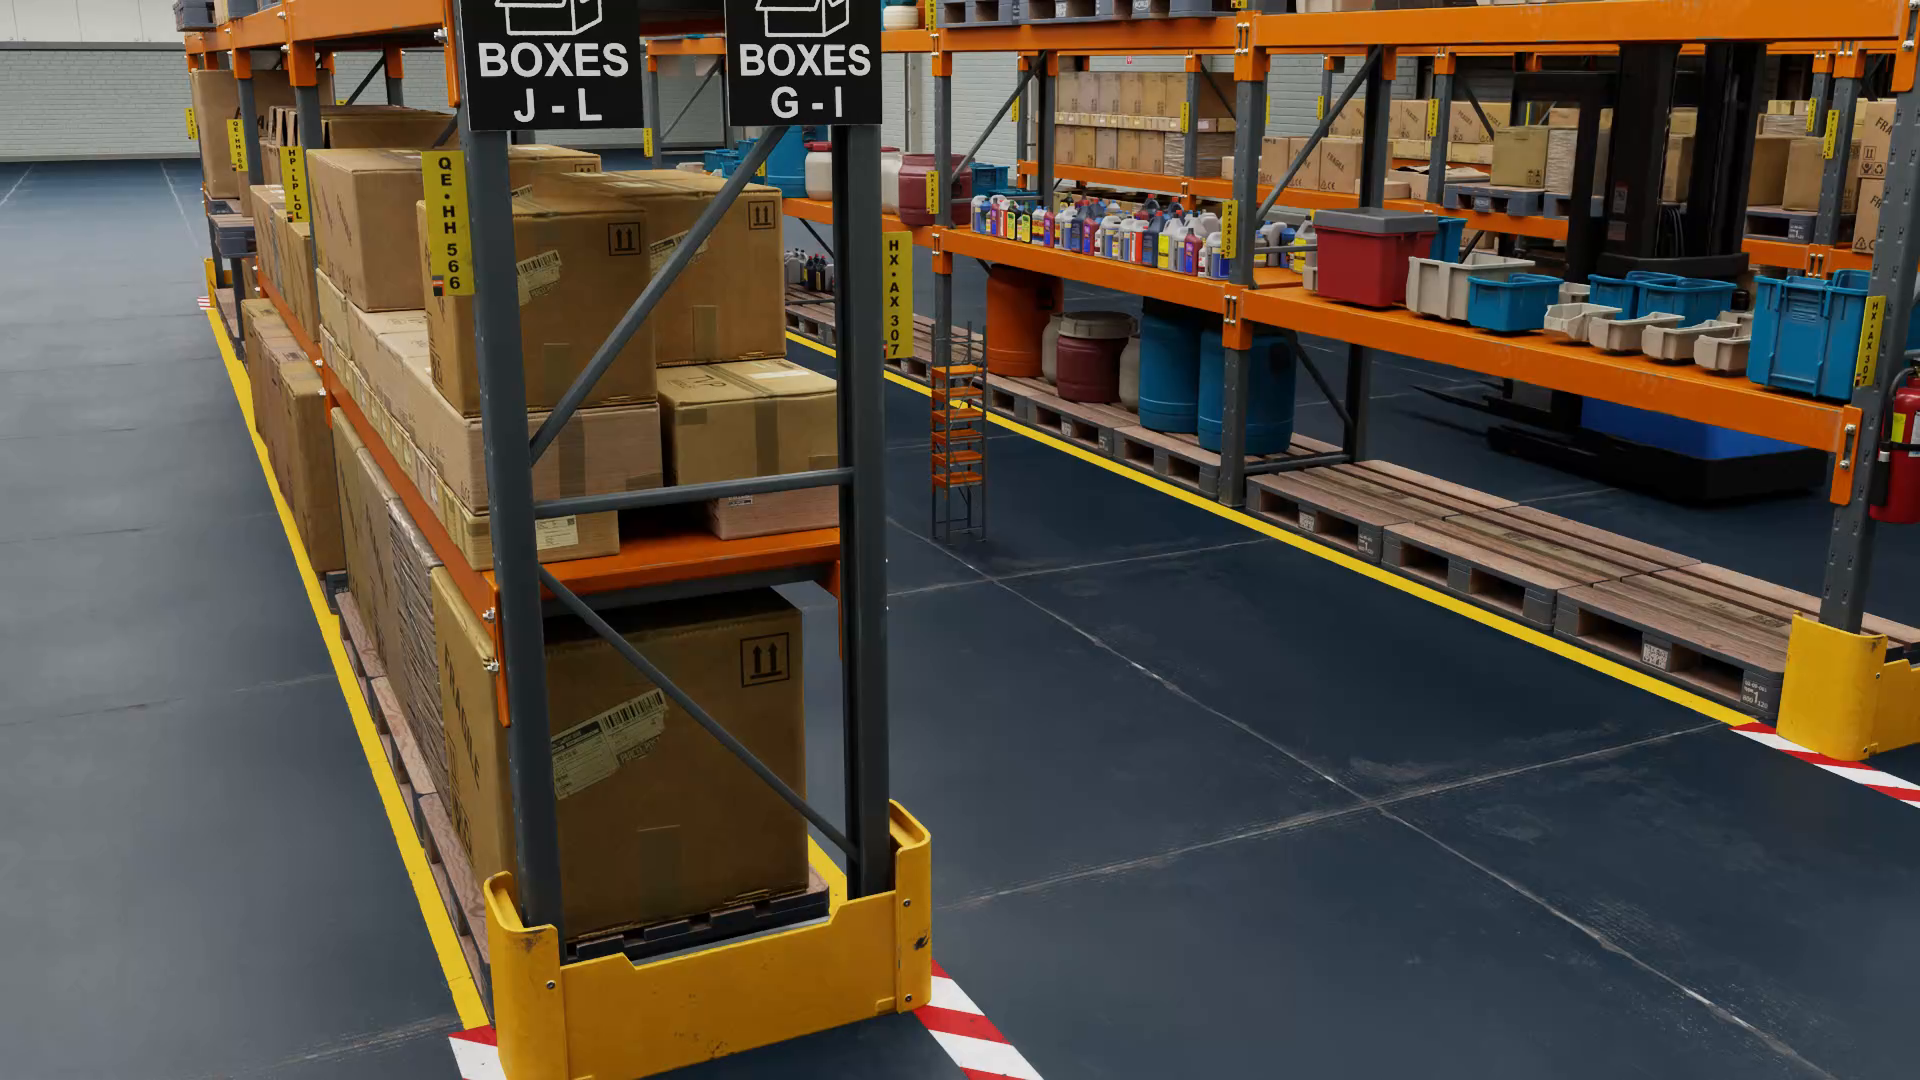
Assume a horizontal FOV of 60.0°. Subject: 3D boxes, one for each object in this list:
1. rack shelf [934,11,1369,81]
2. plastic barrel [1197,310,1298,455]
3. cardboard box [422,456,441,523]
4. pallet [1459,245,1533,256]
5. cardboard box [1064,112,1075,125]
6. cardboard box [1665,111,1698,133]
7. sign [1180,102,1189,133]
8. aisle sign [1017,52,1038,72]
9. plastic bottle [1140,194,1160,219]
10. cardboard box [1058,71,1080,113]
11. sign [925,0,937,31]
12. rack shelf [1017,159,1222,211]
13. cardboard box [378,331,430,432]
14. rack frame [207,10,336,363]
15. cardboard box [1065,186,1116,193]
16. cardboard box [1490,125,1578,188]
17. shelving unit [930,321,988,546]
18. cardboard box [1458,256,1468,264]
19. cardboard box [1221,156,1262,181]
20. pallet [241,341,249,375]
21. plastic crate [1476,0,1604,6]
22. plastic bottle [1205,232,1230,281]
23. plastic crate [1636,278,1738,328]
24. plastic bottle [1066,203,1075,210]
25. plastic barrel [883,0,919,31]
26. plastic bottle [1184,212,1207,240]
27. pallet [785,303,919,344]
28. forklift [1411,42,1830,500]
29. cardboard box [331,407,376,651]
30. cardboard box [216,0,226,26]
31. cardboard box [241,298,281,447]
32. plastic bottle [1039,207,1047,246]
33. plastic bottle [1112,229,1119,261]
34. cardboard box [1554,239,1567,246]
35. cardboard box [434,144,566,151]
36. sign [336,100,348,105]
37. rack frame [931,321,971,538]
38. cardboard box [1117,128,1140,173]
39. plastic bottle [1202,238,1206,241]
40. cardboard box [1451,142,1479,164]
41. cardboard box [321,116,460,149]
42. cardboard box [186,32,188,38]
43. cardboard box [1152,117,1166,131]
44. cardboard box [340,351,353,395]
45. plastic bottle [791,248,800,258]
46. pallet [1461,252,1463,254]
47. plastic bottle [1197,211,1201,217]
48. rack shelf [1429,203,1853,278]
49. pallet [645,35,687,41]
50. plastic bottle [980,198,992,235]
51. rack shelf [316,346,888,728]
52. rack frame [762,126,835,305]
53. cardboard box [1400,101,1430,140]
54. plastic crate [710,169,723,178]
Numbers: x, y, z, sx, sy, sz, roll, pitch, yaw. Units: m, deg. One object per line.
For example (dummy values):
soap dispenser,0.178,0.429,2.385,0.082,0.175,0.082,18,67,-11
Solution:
rack shelf,1.154,-3.295,11.160,1.077,0.370,4.000,-8,18,-25
plastic barrel,1.807,-1.033,10.455,0.600,0.901,0.708,-8,18,-25
cardboard box,-1.347,-0.167,4.850,0.380,0.149,0.250,-8,18,-25
pallet,7.105,-3.705,21.780,1.003,0.211,1.213,-8,18,-25
cardboard box,1.540,-5.322,21.002,0.380,0.149,0.250,-8,18,-26
cardboard box,8.402,-4.573,18.769,0.700,0.500,0.500,-8,18,-25
sign,2.481,-4.671,18.376,0.100,0.325,0.005,-8,18,-25
aisle sign,0.923,-6.505,21.767,0.394,0.787,0.004,-8,18,-25
plastic bottle,1.371,-2.294,11.897,0.144,0.351,0.185,-8,18,-25
cardboard box,1.679,-5.687,21.098,0.700,0.500,0.500,-8,18,-26
sign,-0.214,-4.018,12.565,0.100,0.325,0.005,-8,18,-25
rack shelf,2.103,-4.434,20.568,1.077,0.370,4.000,-8,18,-25
cardboard box,-1.566,-0.523,5.369,0.500,0.250,0.500,-8,18,-27
rack frame,-5.927,-3.088,14.573,1.000,3.000,0.127,-8,18,-25
cardboard box,1.729,-4.419,22.077,0.500,0.500,0.500,-8,18,-25
cardboard box,5.109,-3.400,14.717,0.500,0.500,0.700,15,22,42
shelving unit,-0.006,-0.580,9.098,0.258,1.200,0.189,-8,18,-25
cardboard box,4.766,-2.607,16.105,0.500,0.311,0.500,-7,17,-23
cardboard box,3.234,-4.095,18.355,0.500,0.250,0.500,-6,17,-21
pallet,-5.585,-1.555,14.285,1.003,0.211,1.213,-8,18,-25
plastic crate,2.654,-2.508,7.593,0.437,0.136,0.530,-8,18,-25
plastic bottle,1.567,-1.702,9.968,0.152,0.276,0.135,-8,18,-25
plastic crate,3.393,-1.087,7.794,0.416,0.233,0.300,-8,18,-25
plastic bottle,0.872,-2.519,12.952,0.097,0.201,0.097,0,16,0
plastic barrel,-0.490,-4.357,13.808,0.301,0.262,0.301,0,16,0
plastic bottle,1.463,-1.885,10.470,0.144,0.351,0.185,-8,18,-25
pallet,-1.096,-2.156,16.381,1.003,0.211,1.213,-8,18,-25
forklift,4.277,-2.011,10.945,1.130,2.935,3.031,-7,17,-22
cardboard box,-2.205,-0.111,7.292,0.875,0.875,0.875,-8,18,-25
cardboard box,-4.833,-3.675,11.454,0.500,0.250,0.500,-8,18,-25
cardboard box,-3.891,-1.103,10.747,1.225,0.875,0.875,-9,18,-27
plastic bottle,0.607,-2.225,11.800,0.097,0.271,0.097,0,16,0
plastic bottle,1.051,-1.940,10.934,0.097,0.201,0.097,0,16,0
cardboard box,7.768,-3.713,20.485,0.700,0.500,0.500,-7,17,-23
cardboard box,-1.981,-1.454,7.252,0.500,0.500,0.500,-7,17,-23
sign,-5.430,-3.712,14.650,0.100,0.325,0.005,-8,18,-25
rack frame,-0.046,-0.603,9.177,0.240,1.200,0.006,-8,18,-25
cardboard box,2.326,-4.696,19.996,0.700,0.500,0.500,-7,18,-24
plastic bottle,1.510,-1.776,10.362,0.097,0.201,0.097,0,16,0
cardboard box,6.740,-5.026,21.564,0.500,0.250,0.500,-8,18,-25
cardboard box,-2.710,-1.792,8.057,0.797,0.503,0.637,-8,18,-26
cardboard box,-7.701,-5.299,17.111,0.500,0.250,0.500,-7,17,-23
cardboard box,2.444,-4.812,19.222,0.380,0.149,0.250,-8,18,-27
cardboard box,-2.244,-0.675,6.619,0.380,0.149,0.250,-8,18,-26
plastic bottle,-1.806,-3.073,18.527,0.144,0.351,0.185,-7,17,-23
pallet,6.566,-4.008,22.836,1.003,0.211,1.213,-8,18,-25
plastic bottle,1.636,-2.121,11.436,0.097,0.271,0.097,0,16,0
rack shelf,5.608,-2.450,13.656,1.077,0.370,4.000,-8,18,-25
pallet,-2.953,-5.812,18.971,1.003,0.211,1.213,-8,18,-25
plastic bottle,0.203,-2.454,12.598,0.097,0.271,0.097,0,16,0
rack shelf,-1.546,-0.262,6.032,1.077,0.370,4.000,-8,18,-25
rack frame,-1.475,-3.686,16.659,1.000,3.000,0.127,-8,18,-25
cardboard box,6.282,-5.639,22.341,0.500,0.500,0.500,-7,17,-23
plastic crate,-2.414,-3.932,17.991,0.530,0.136,0.437,-8,18,-25
